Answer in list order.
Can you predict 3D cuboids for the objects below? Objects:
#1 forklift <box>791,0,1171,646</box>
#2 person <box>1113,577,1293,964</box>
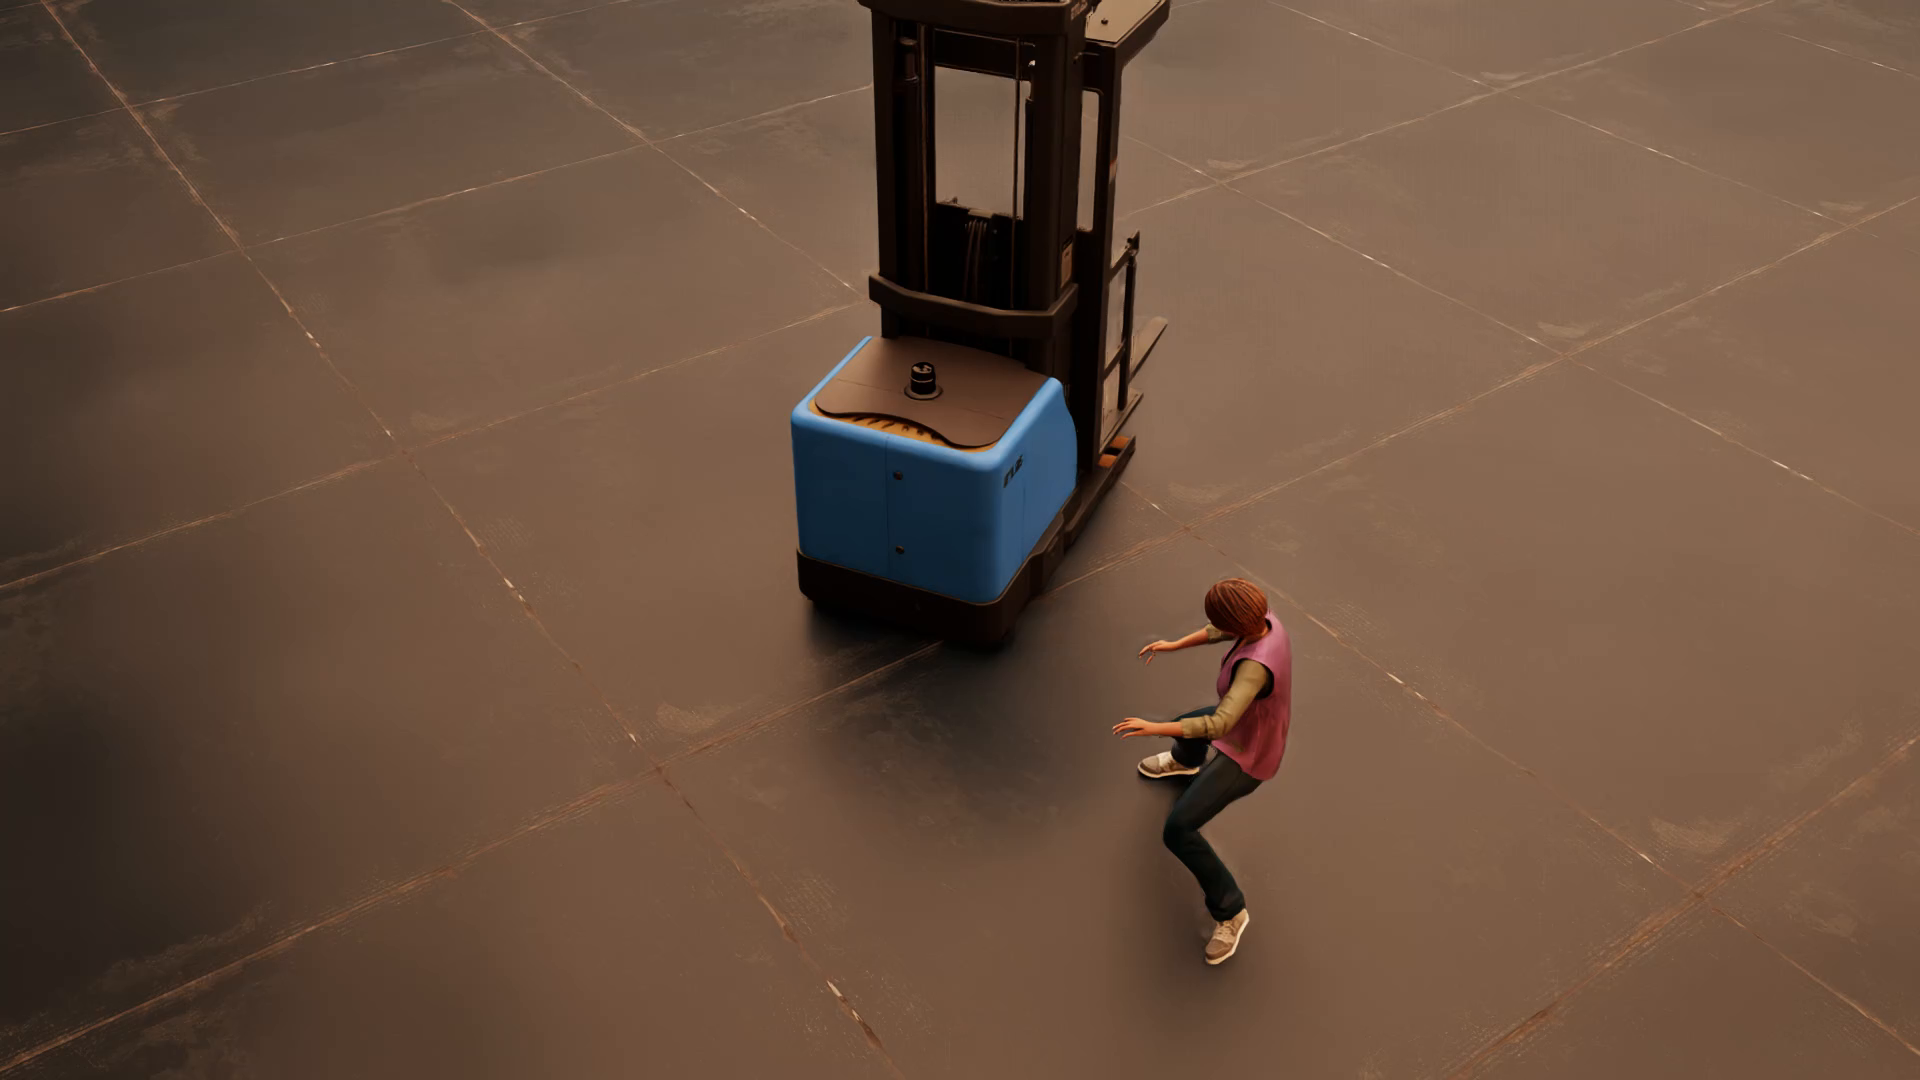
[{"bbox_3d":[0.295,-1.563,8.058,1.130,2.935,3.031,15,39,19],"label":"forklift"},{"bbox_3d":[0.926,0.731,6.269,0.601,1.369,1.103,9,37,12],"label":"person"}]
